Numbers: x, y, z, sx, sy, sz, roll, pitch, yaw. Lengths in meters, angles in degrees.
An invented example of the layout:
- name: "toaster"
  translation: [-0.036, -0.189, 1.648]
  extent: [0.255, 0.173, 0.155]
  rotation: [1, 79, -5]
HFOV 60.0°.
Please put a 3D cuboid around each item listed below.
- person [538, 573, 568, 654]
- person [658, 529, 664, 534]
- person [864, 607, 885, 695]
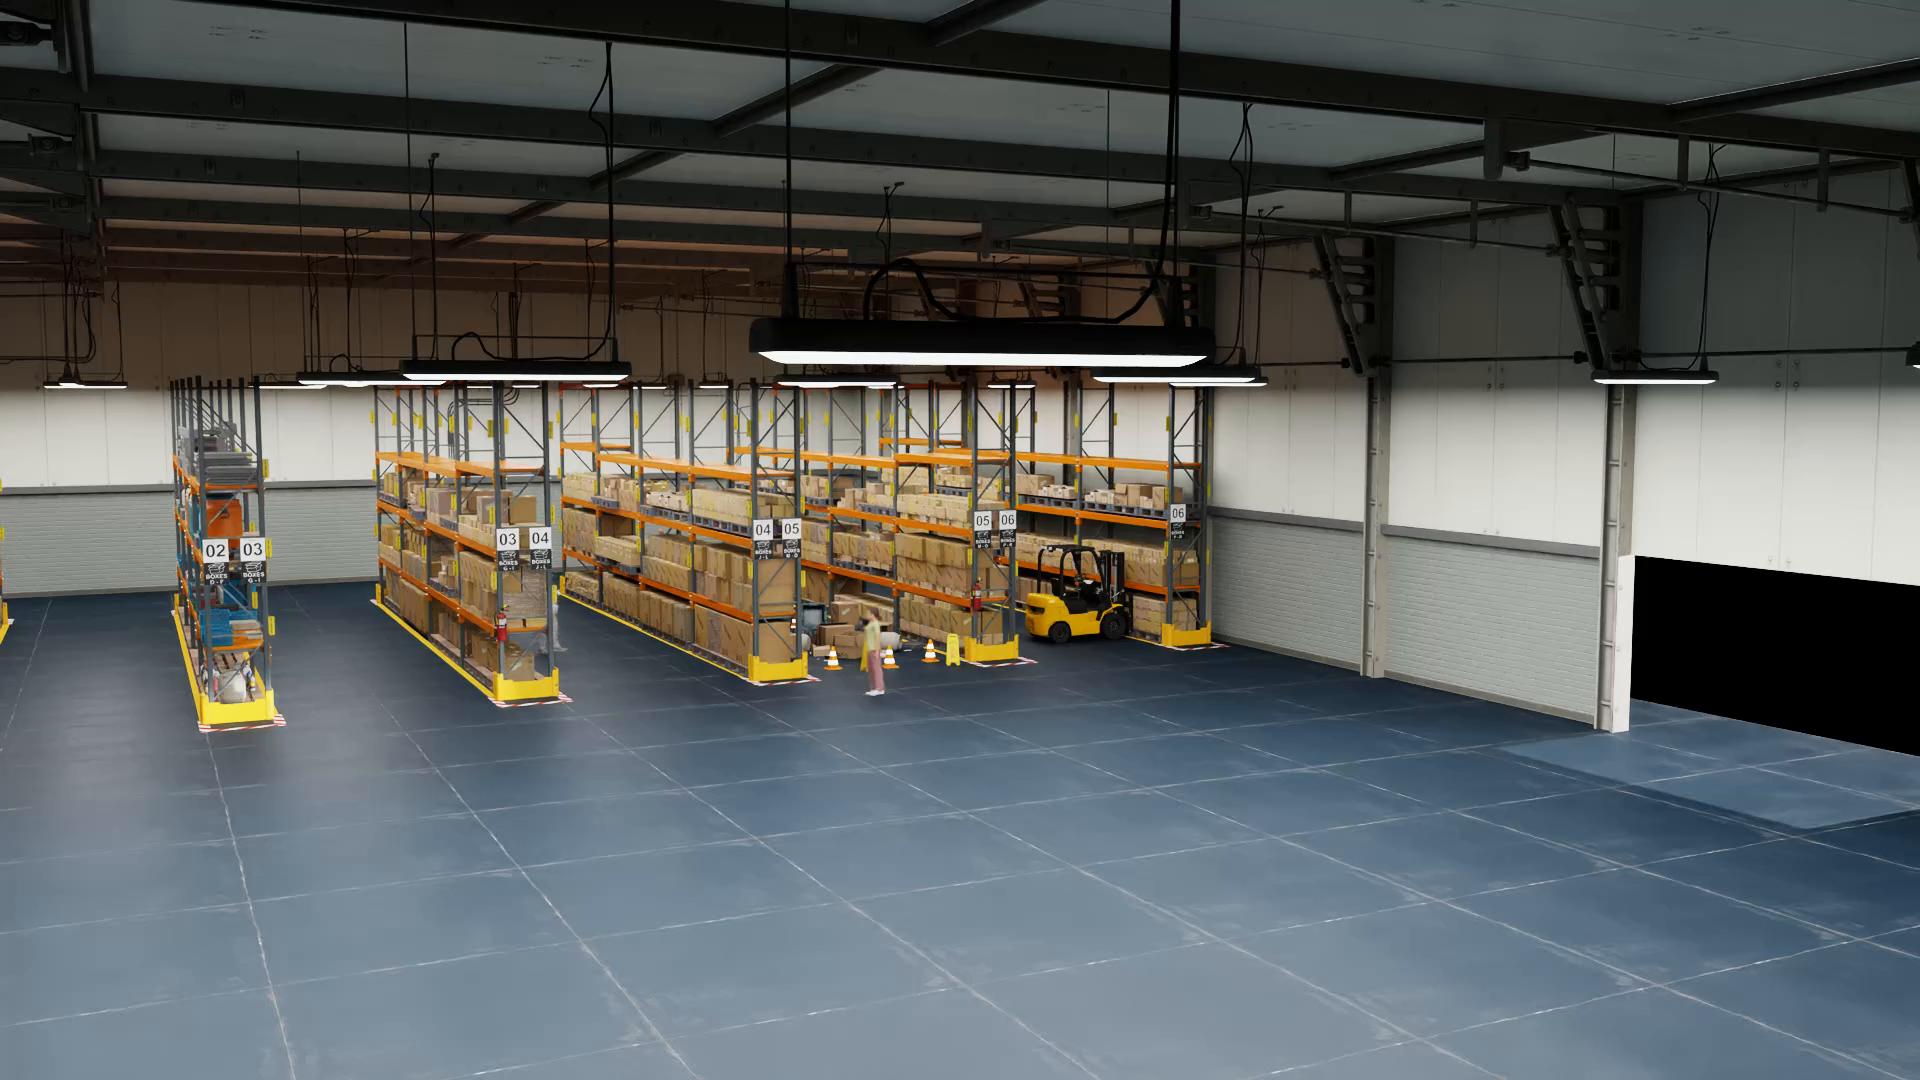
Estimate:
- name: "person"
  translation: [-8.968, 1.607, 36.462]
  extent: [0.617, 1.747, 0.589]
  rotation: [0, 5, -4]
- name: "person"
  translation: [-8.744, 0.532, 48.670]
  extent: [0.559, 1.741, 0.426]
  rotation: [1, 5, 7]
- name: "person"
  translation: [-1.628, 2.106, 31.416]
  extent: [0.357, 1.708, 0.565]
  rotation: [-2, 5, -22]
